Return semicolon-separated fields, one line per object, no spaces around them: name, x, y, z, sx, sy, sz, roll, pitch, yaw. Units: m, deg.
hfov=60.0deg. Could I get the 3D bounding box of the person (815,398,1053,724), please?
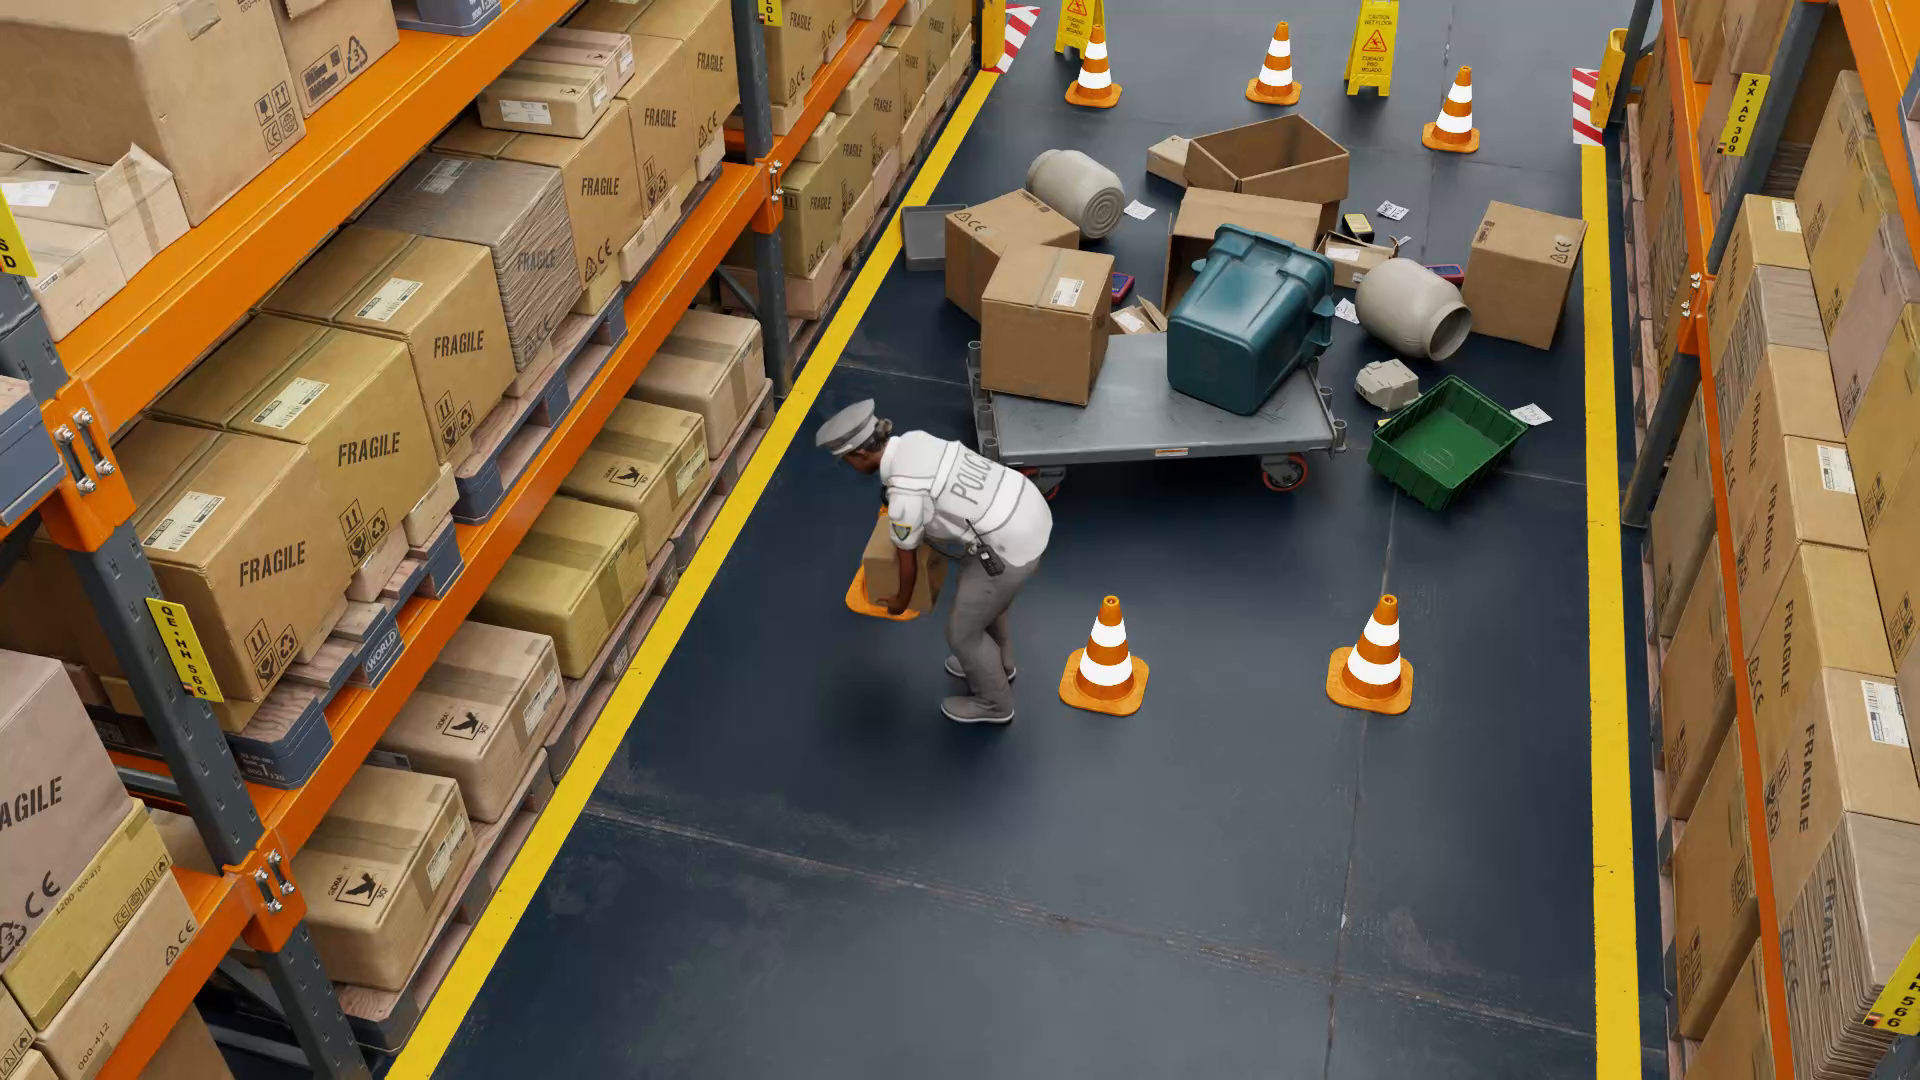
person;-0.096;0.082;6.308;0.873;1.350;0.411;9;42;10
